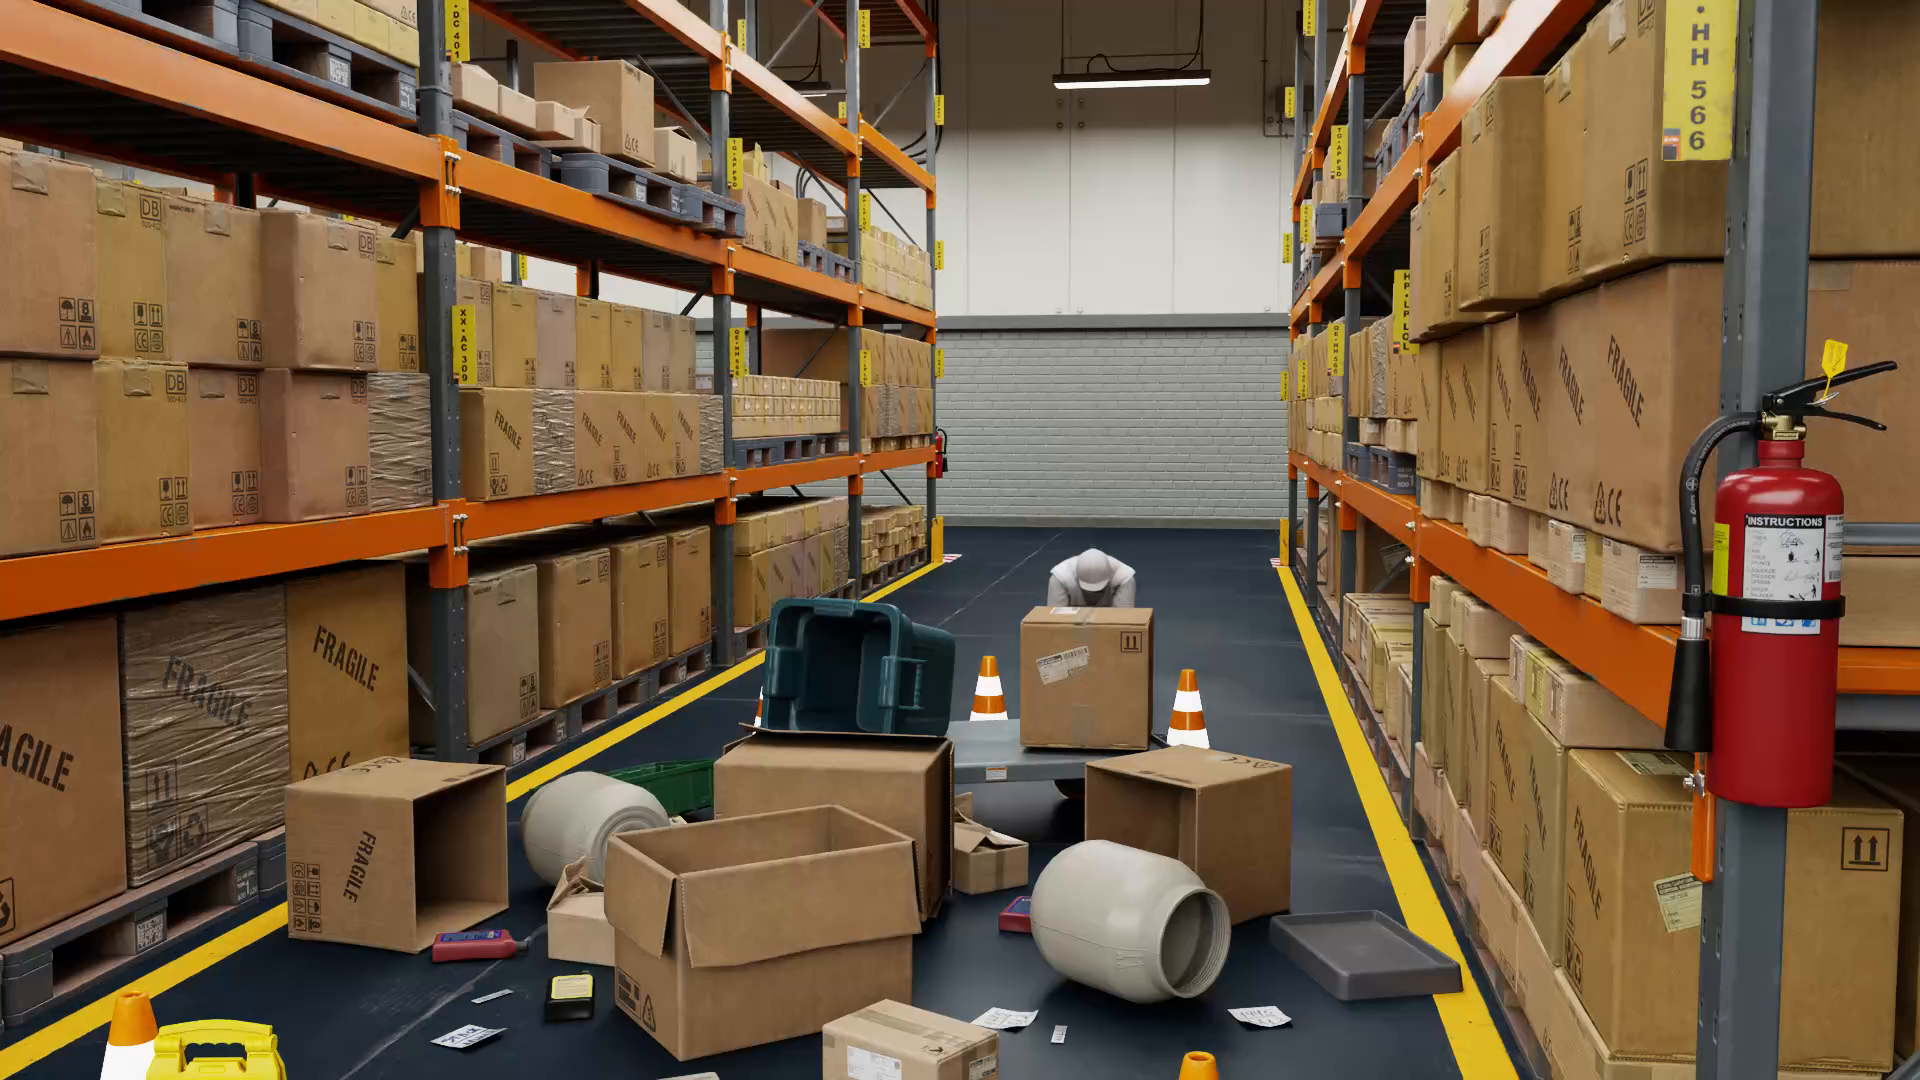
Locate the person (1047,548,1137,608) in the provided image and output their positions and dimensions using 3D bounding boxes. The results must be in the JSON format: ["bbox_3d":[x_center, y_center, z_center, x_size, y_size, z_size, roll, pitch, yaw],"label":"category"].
[{"bbox_3d":[0.811,0.465,10.302,0.576,0.886,0.907,1,4,9],"label":"person"}]
